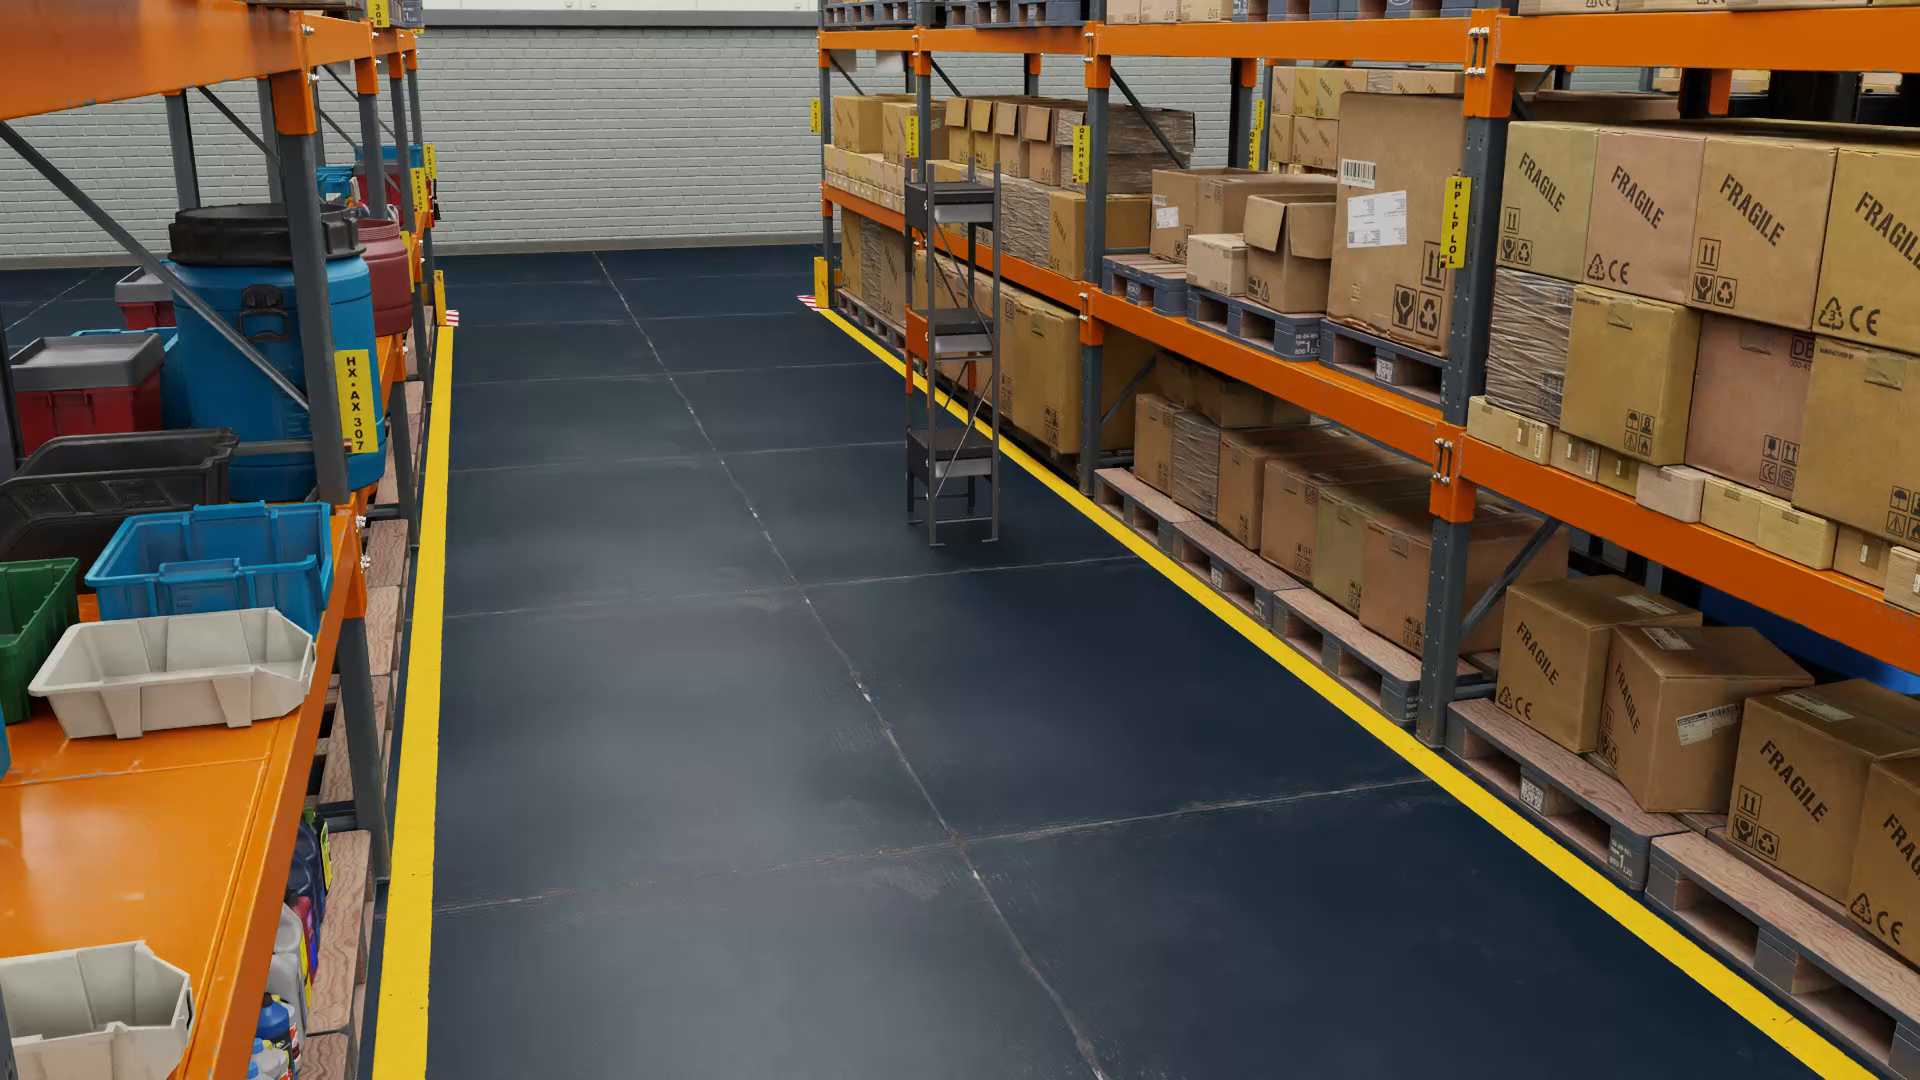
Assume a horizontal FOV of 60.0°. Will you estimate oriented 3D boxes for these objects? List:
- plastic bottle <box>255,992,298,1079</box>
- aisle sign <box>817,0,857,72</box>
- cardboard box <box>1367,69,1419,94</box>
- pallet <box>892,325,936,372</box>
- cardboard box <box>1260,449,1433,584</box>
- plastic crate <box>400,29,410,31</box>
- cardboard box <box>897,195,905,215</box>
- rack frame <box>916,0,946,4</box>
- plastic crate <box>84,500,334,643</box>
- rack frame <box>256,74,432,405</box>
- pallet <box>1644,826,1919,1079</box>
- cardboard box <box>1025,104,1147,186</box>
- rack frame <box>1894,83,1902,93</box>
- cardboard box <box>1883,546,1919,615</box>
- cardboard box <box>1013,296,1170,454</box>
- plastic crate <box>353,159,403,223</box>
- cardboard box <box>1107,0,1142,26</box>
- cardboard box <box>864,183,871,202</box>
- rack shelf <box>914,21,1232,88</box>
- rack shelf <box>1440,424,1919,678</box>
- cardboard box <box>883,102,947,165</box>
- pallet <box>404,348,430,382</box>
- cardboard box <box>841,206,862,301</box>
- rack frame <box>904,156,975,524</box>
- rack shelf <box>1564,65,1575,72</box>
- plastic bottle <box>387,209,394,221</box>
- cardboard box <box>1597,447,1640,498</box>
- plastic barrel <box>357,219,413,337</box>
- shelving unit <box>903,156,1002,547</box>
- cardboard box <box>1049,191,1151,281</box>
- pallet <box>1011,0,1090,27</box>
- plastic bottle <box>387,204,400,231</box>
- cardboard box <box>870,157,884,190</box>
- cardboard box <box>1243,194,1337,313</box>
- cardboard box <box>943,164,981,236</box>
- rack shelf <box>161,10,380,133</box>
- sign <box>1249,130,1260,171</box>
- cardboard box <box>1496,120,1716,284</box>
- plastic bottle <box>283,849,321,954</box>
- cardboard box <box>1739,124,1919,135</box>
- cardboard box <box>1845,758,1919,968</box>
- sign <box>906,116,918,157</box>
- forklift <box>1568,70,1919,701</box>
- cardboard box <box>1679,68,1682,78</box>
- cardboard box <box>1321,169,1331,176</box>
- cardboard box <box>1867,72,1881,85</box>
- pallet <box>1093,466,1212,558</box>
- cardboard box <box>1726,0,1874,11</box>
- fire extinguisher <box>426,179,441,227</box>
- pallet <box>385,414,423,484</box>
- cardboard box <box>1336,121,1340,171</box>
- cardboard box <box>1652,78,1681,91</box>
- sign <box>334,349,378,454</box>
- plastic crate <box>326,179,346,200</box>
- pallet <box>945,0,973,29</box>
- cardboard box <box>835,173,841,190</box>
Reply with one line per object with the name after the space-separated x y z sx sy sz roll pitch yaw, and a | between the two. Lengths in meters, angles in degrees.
-1.694 1.239 4.090 0.097 0.271 0.097 0 17 0 | plastic bottle
-1.261 -5.210 17.065 0.394 0.787 0.004 -5 17 -15 | aisle sign
4.279 -4.290 16.091 0.500 0.500 0.500 -4 17 -14 | cardboard box
0.012 -1.744 14.890 1.003 0.211 1.213 -5 17 -15 | pallet
1.930 -0.123 8.228 0.700 0.500 0.500 -6 18 -20 | cardboard box
-5.170 -4.662 14.914 0.450 0.188 0.336 -5 17 -15 | plastic crate
-0.324 -2.872 14.237 0.380 0.149 0.250 -4 17 -14 | cardboard box
0.146 -5.736 12.905 1.000 3.000 0.127 -5 17 -15 | rack frame
-1.852 0.098 4.172 0.499 0.251 0.616 -5 17 -15 | plastic crate
-4.616 -2.471 12.465 1.000 3.000 0.127 -5 17 -15 | rack frame
2.902 1.207 5.068 1.003 0.211 1.213 -5 17 -15 | pallet
0.884 -2.669 11.205 0.797 0.503 0.637 -4 17 -14 | cardboard box
6.042 -2.121 11.297 1.000 3.000 0.127 -5 17 -15 | rack frame
2.654 0.108 4.316 0.380 0.149 0.250 -5 17 -15 | cardboard box
1.076 -1.132 10.971 1.225 0.875 0.875 -6 18 -18 | cardboard box
-4.620 -2.797 13.335 0.402 0.464 0.583 -5 17 -15 | plastic crate
1.130 -2.971 9.175 0.500 0.250 0.500 -4 17 -14 | cardboard box
-0.675 -3.227 15.417 0.380 0.149 0.250 -4 17 -14 | cardboard box
0.696 -3.402 11.599 1.077 0.370 4.000 -5 17 -15 | rack shelf
2.894 0.248 4.663 1.077 0.370 4.000 -5 17 -15 | rack shelf
-0.371 -3.537 14.455 0.500 0.500 0.500 -5 17 -15 | cardboard box
-4.855 -1.336 13.533 1.003 0.211 1.213 -5 17 -15 | pallet
-0.700 -2.982 17.129 0.875 0.875 0.875 -5 17 -15 | cardboard box
-0.113 -1.119 9.527 0.400 2.100 0.015 -5 17 -15 | rack frame
5.493 -3.766 12.811 1.077 0.370 4.000 -5 17 -15 | rack shelf
-3.998 -2.168 11.541 0.144 0.351 0.185 -5 17 -15 | plastic bottle
2.344 -0.241 5.476 0.380 0.149 0.250 -5 17 -15 | cardboard box
-3.098 -1.325 8.414 0.600 0.536 0.708 -5 17 -15 | plastic barrel
-0.045 -1.051 9.302 0.431 2.100 0.503 -5 17 -15 | shelving unit
0.872 -1.921 10.460 0.500 0.500 0.500 -4 17 -14 | cardboard box
1.017 -3.276 10.260 1.213 0.211 1.003 -4 17 -13 | pallet
-4.197 -2.328 12.205 0.152 0.276 0.135 -5 17 -15 | plastic bottle
-0.513 -3.319 15.031 0.500 0.250 0.500 -4 17 -14 | cardboard box
1.779 -1.373 7.898 0.797 0.503 0.637 -3 17 -10 | cardboard box
0.171 -2.625 12.802 0.500 0.500 0.500 -5 17 -15 | cardboard box
-2.967 -1.904 6.612 1.077 0.370 4.000 -5 17 -15 | rack shelf
1.765 -2.318 10.081 0.100 0.325 0.005 -5 17 -15 | sign
2.224 -1.175 5.719 0.500 0.500 0.500 -5 17 -15 | cardboard box
-1.911 1.008 4.722 0.144 0.351 0.185 -6 18 -18 | plastic bottle
2.872 -1.078 5.399 0.500 0.500 0.500 -5 17 -15 | cardboard box
2.937 0.941 4.720 0.500 0.500 0.500 -3 17 -10 | cardboard box
-0.387 -3.271 13.485 0.100 0.325 0.005 -5 17 -15 | sign
3.594 -0.959 7.549 1.130 2.935 3.031 -5 18 -17 | forklift
8.547 -5.403 19.186 0.380 0.149 0.250 -4 17 -14 | cardboard box
4.004 -3.814 17.372 0.380 0.149 0.250 -5 17 -16 | cardboard box
9.316 -4.625 16.596 0.380 0.149 0.250 -4 17 -14 | cardboard box
1.459 -0.205 9.766 1.003 0.211 1.213 -5 17 -15 | pallet
2.499 -1.586 4.564 0.500 0.250 0.500 -5 18 -17 | cardboard box
-5.320 -3.440 16.471 0.296 0.674 0.183 -5 17 -15 | fire extinguisher
-4.105 -0.581 11.019 1.003 0.211 1.213 -5 17 -15 | pallet
4.141 -3.955 16.713 0.500 0.500 0.500 -5 17 -17 | cardboard box
8.433 -5.124 19.385 0.500 0.500 0.500 -5 17 -16 | cardboard box
-1.886 -0.431 5.193 0.100 0.325 0.005 -5 17 -15 | sign
-5.520 -2.985 14.361 0.416 0.233 0.300 -5 17 -15 | plastic crate
0.446 -3.958 12.533 0.805 0.209 1.217 -5 18 -17 | pallet
-1.030 -3.583 16.603 0.380 0.149 0.250 -5 17 -17 | cardboard box
